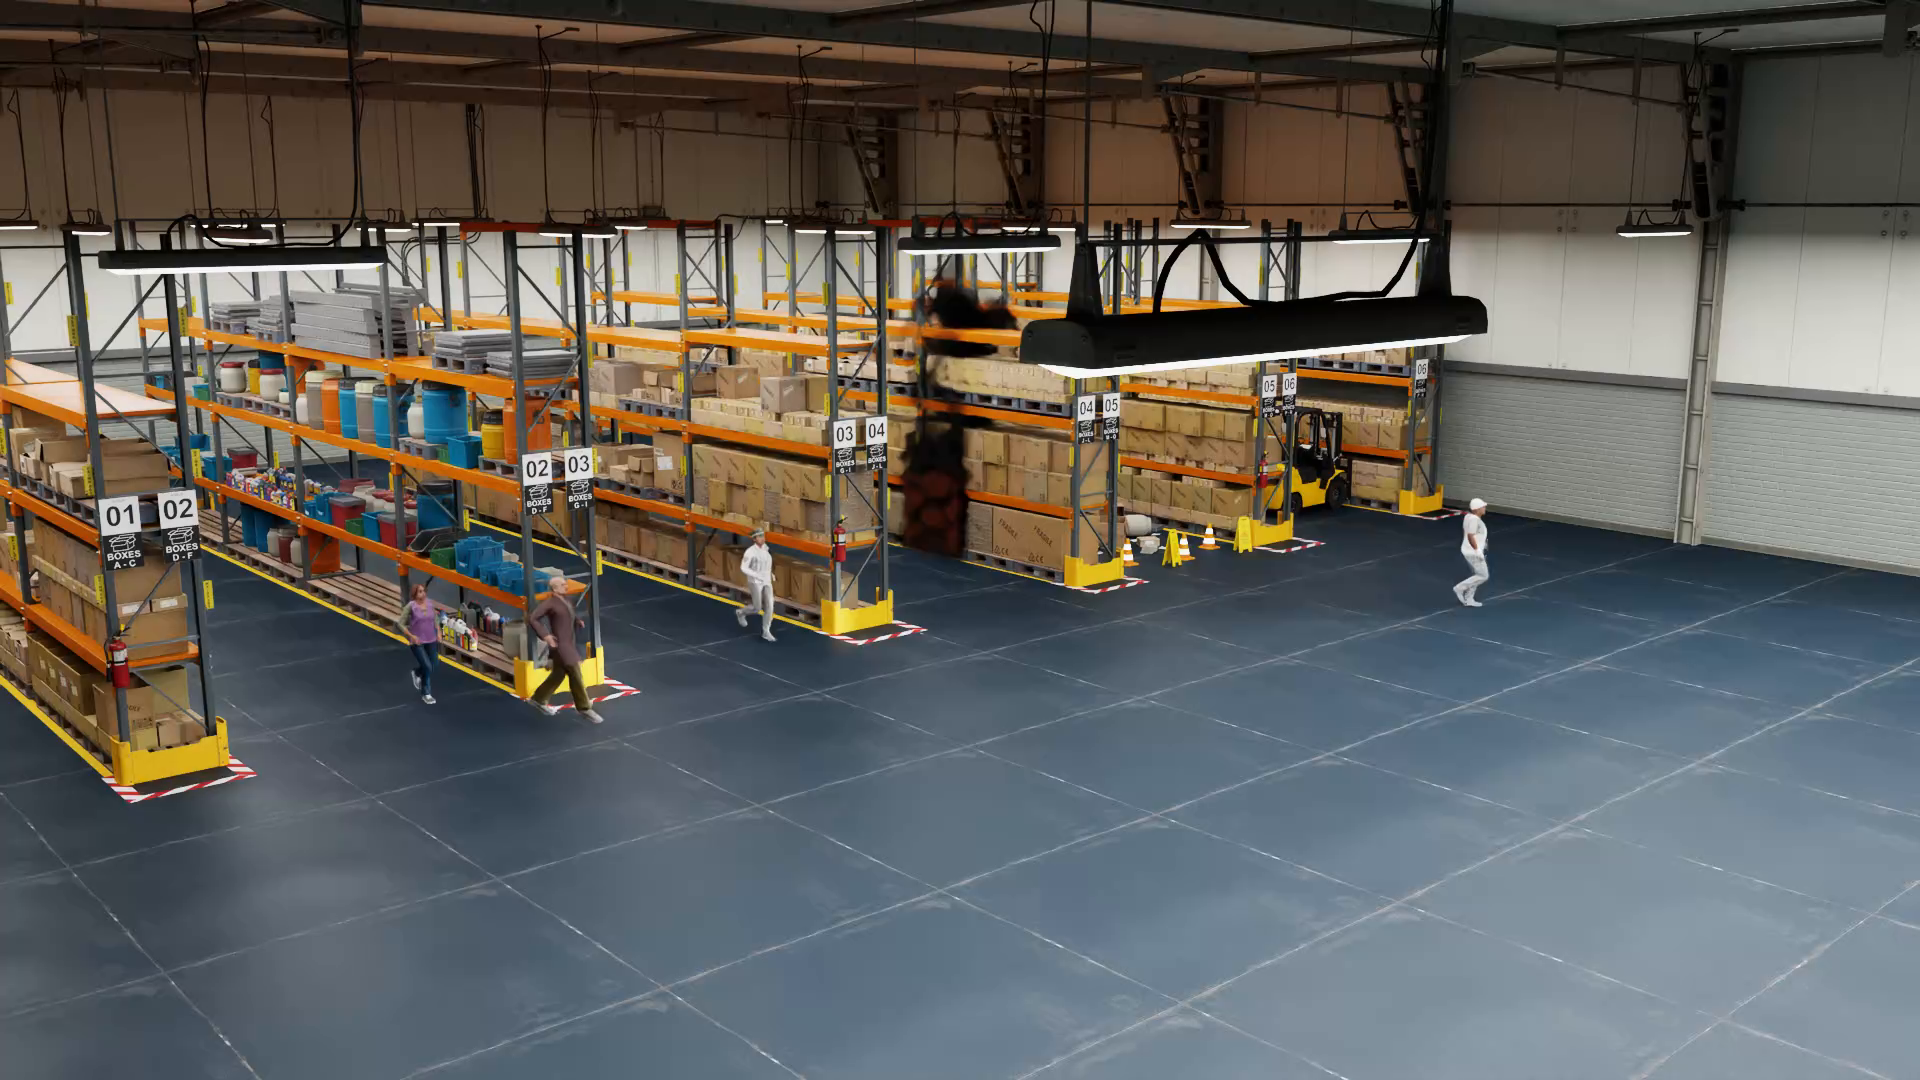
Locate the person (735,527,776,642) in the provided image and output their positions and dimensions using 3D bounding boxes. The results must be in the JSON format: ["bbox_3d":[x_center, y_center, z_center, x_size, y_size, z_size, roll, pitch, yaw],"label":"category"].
[{"bbox_3d":[-2.986,0.626,24.621,0.798,1.692,0.619,10,15,42],"label":"person"}]

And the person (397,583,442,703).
[{"bbox_3d":[-6.977,1.308,21.462,0.586,1.565,0.564,10,15,40],"label":"person"}]

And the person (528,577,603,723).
[{"bbox_3d":[-4.923,1.343,20.689,0.984,1.802,0.746,1,11,3],"label":"person"}]

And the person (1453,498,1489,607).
[{"bbox_3d":[8.157,0.197,26.500,0.591,1.748,0.698,1,11,4],"label":"person"}]
